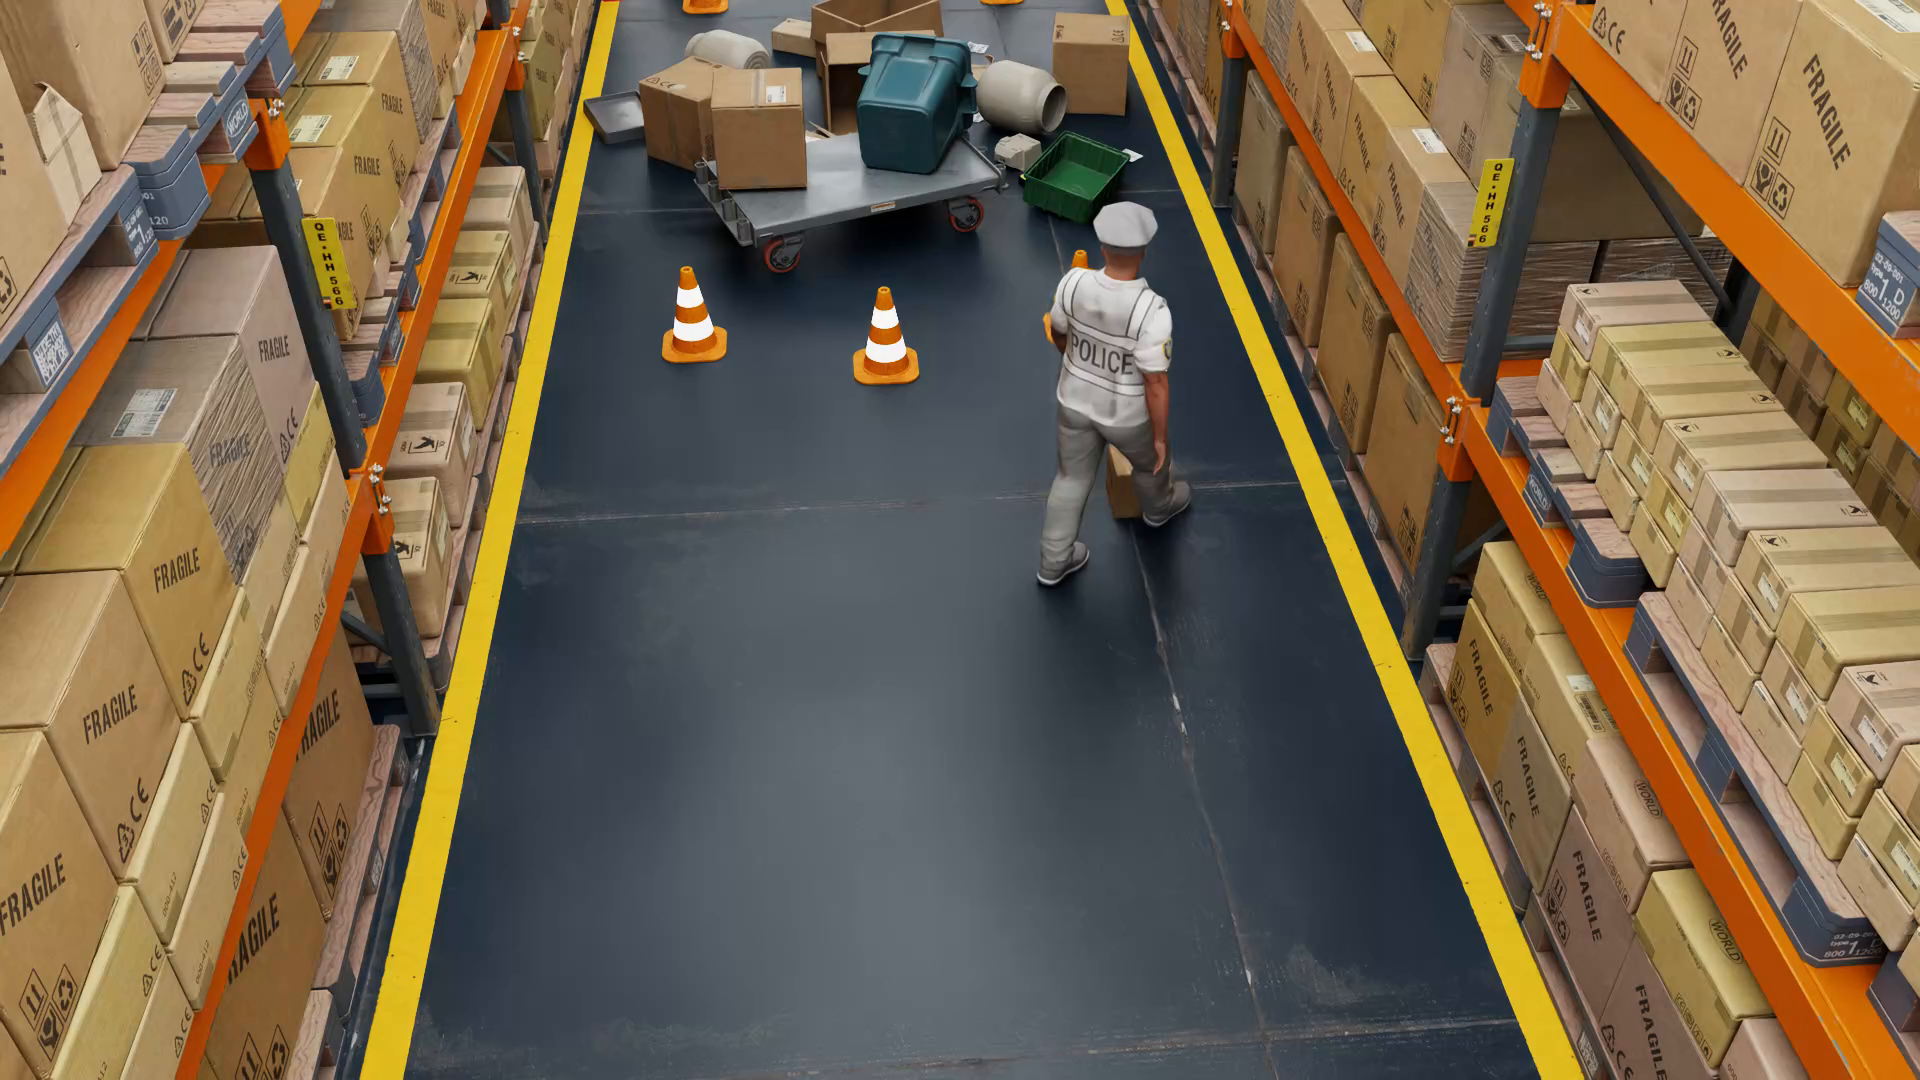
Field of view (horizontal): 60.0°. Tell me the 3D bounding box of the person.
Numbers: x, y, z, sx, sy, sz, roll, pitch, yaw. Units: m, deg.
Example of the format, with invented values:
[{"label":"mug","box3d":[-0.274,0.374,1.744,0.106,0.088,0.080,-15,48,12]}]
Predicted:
[{"label":"person","box3d":[0.715,-0.661,6.974,0.617,1.726,0.934,22,44,25]}]
